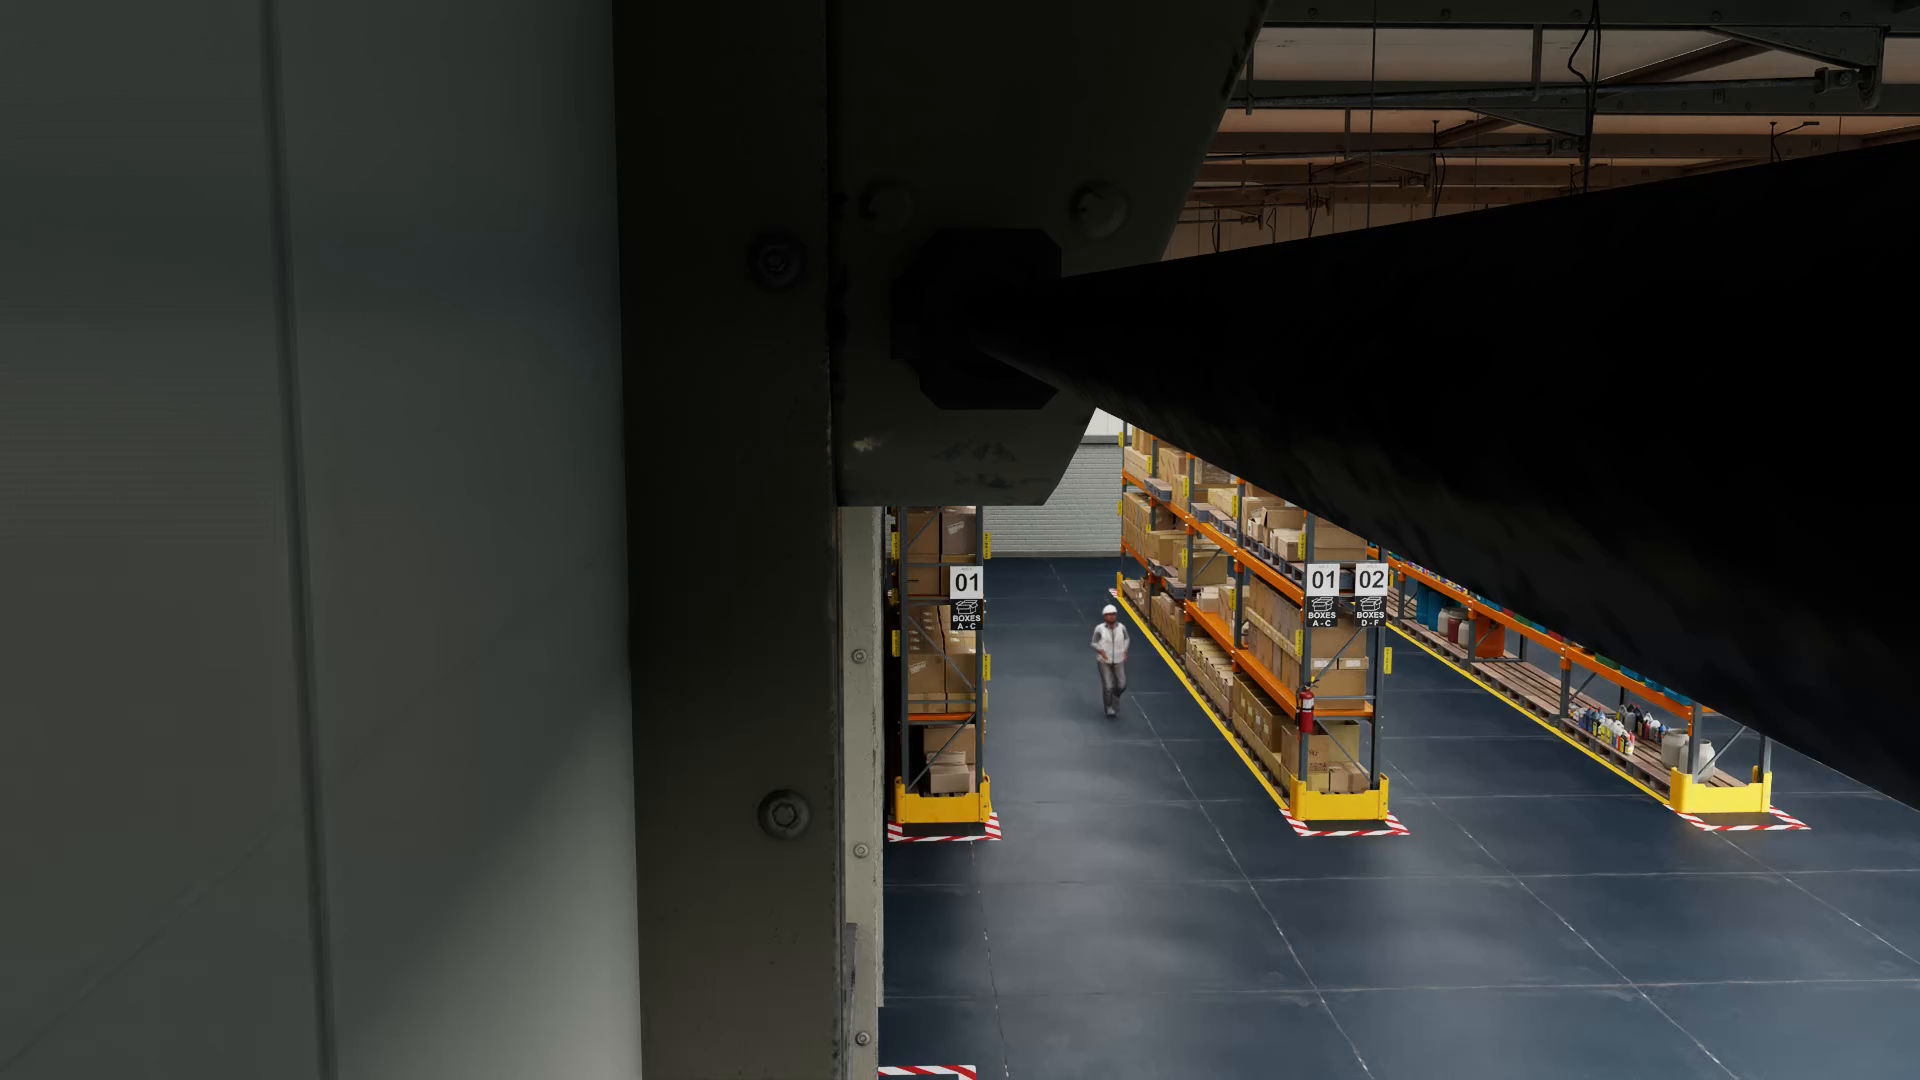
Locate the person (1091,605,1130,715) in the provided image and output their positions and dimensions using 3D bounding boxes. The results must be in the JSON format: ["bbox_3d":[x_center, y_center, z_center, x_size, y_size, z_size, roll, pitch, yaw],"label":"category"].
[{"bbox_3d":[2.349,1.865,25.692,0.635,1.727,0.549,-1,8,-8],"label":"person"}]
